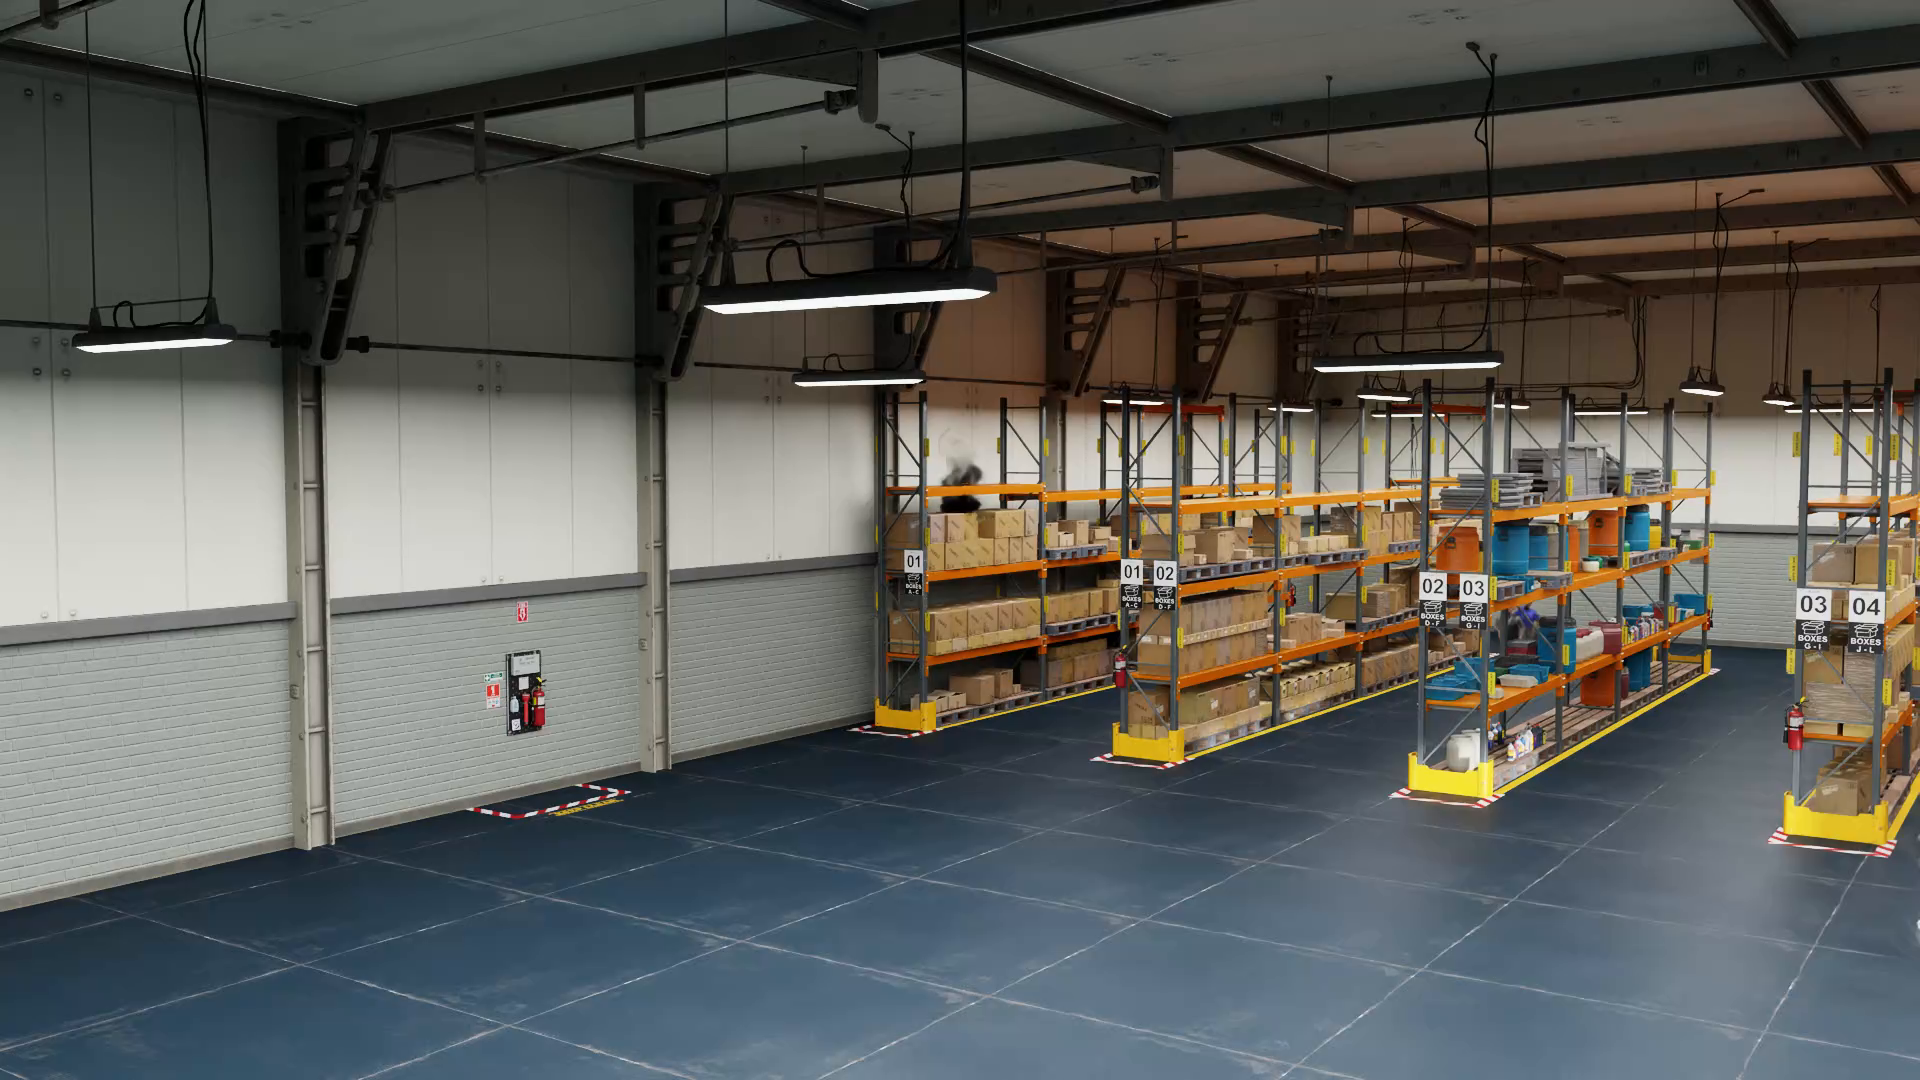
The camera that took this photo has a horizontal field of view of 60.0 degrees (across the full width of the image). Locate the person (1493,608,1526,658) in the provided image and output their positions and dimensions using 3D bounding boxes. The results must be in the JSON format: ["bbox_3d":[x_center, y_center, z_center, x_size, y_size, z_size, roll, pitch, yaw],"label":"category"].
[{"bbox_3d":[11.676,2.189,35.434,0.644,1.679,0.596,2,4,27],"label":"person"}]

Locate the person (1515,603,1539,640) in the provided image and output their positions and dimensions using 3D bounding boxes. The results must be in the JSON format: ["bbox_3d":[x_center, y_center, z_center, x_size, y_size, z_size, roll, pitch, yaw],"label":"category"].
[{"bbox_3d":[12.721,2.122,37.400,0.565,1.620,0.538,1,3,20],"label":"person"}]
